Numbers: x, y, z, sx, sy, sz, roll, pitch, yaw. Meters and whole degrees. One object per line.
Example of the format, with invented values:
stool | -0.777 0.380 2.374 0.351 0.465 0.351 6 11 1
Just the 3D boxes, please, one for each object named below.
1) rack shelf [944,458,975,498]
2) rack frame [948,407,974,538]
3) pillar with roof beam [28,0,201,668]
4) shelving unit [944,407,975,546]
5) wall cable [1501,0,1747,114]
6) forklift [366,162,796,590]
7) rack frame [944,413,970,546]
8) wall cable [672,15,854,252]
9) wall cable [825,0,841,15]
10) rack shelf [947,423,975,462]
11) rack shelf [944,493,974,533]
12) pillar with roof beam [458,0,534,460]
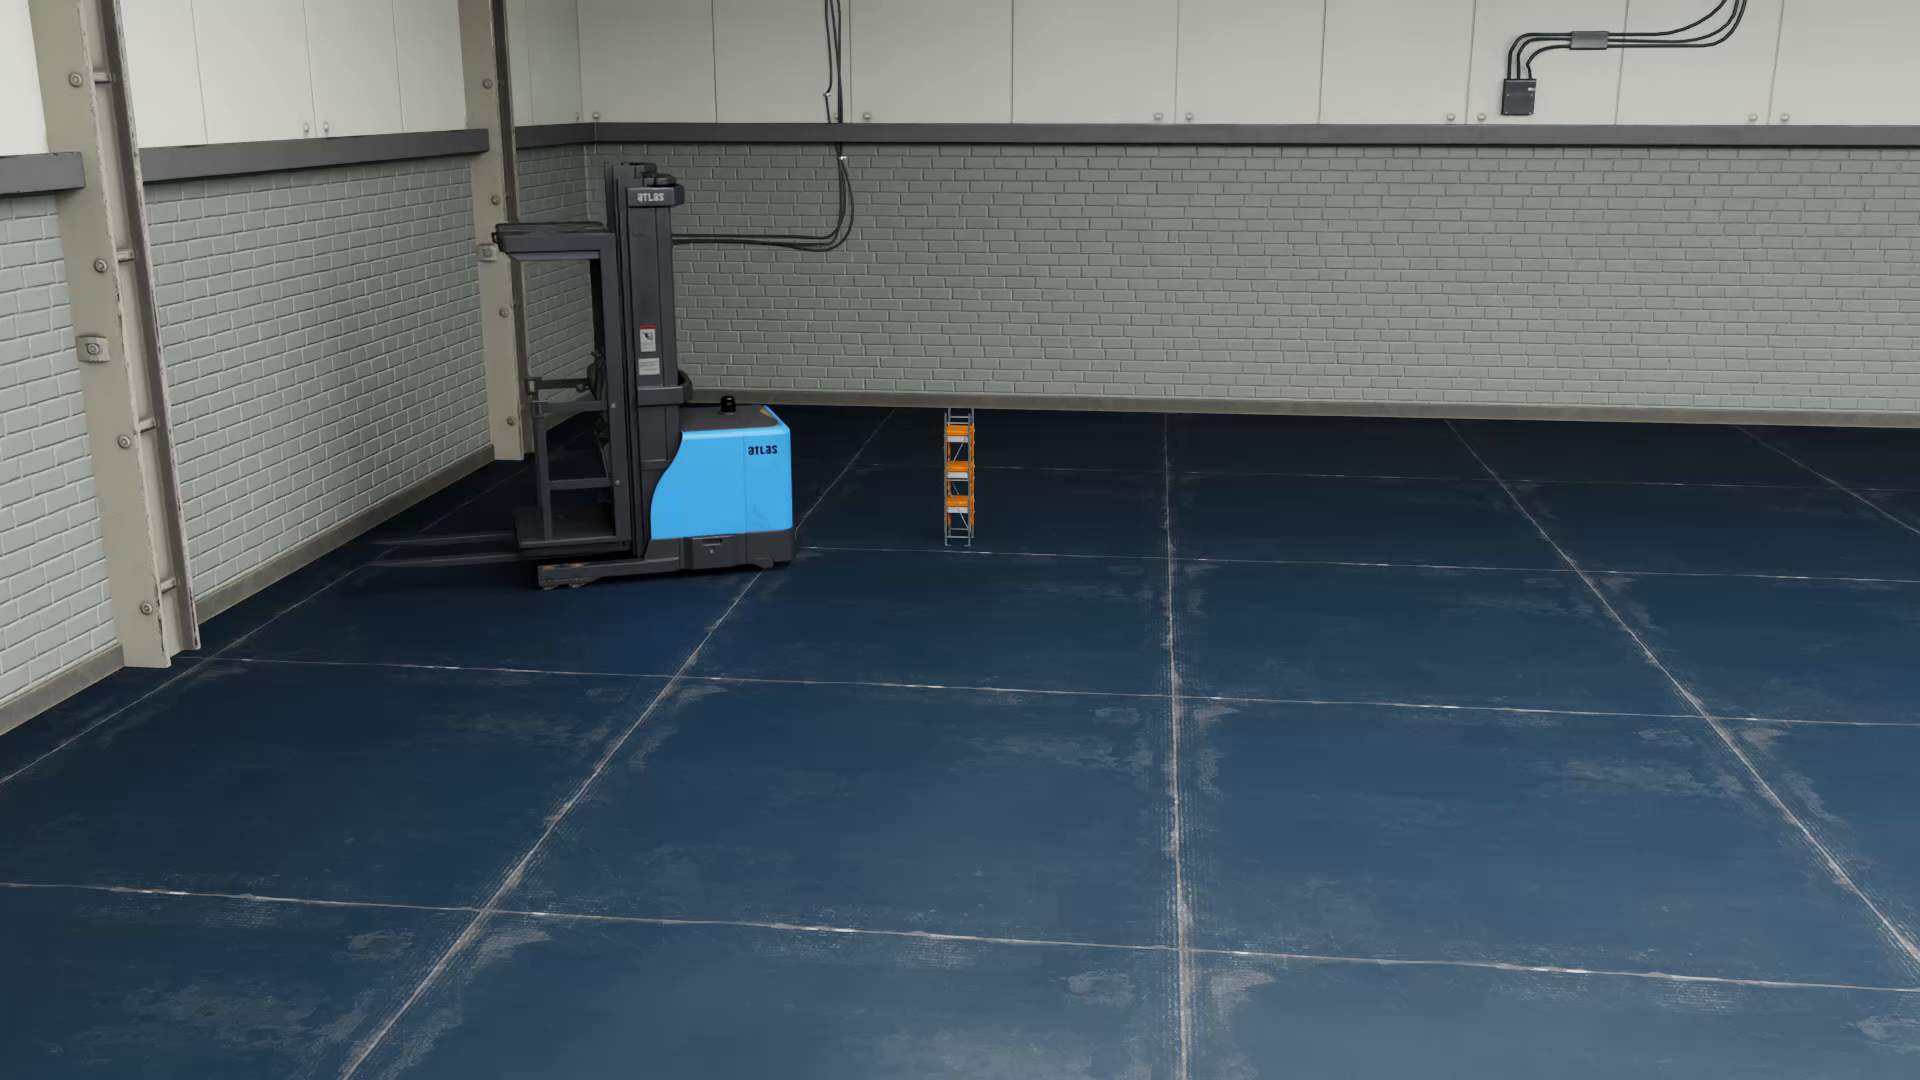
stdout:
rack shelf | -0.006 -0.483 12.976 0.215 0.259 0.240 2 15 6
rack frame | 0.008 -0.525 13.091 0.200 1.050 0.008 2 15 6
pillar with roof beam | -0.745 -3.485 8.811 9.100 9.000 0.400 2 15 6
shelving unit | -0.006 -0.493 12.974 0.215 1.050 0.252 2 15 6
wall cable | 6.732 -7.251 16.223 2.305 6.003 0.169 2 15 6
forklift | -2.803 -1.215 12.039 3.031 2.935 1.130 -4 16 -16
rack frame | -0.020 -0.461 12.857 0.200 1.050 0.008 2 15 6
wall cable | -2.699 -4.394 18.122 3.097 2.526 0.112 2 15 6
wall cable | -0.011 -6.752 17.168 3.097 2.526 0.112 2 15 6
rack shelf | -0.006 -0.757 12.902 0.215 0.259 0.240 2 15 6
rack shelf | -0.006 -0.214 13.049 0.215 0.259 0.240 2 15 6
pillar with roof beam | -0.068 -5.041 14.566 9.100 9.000 0.400 2 15 6
